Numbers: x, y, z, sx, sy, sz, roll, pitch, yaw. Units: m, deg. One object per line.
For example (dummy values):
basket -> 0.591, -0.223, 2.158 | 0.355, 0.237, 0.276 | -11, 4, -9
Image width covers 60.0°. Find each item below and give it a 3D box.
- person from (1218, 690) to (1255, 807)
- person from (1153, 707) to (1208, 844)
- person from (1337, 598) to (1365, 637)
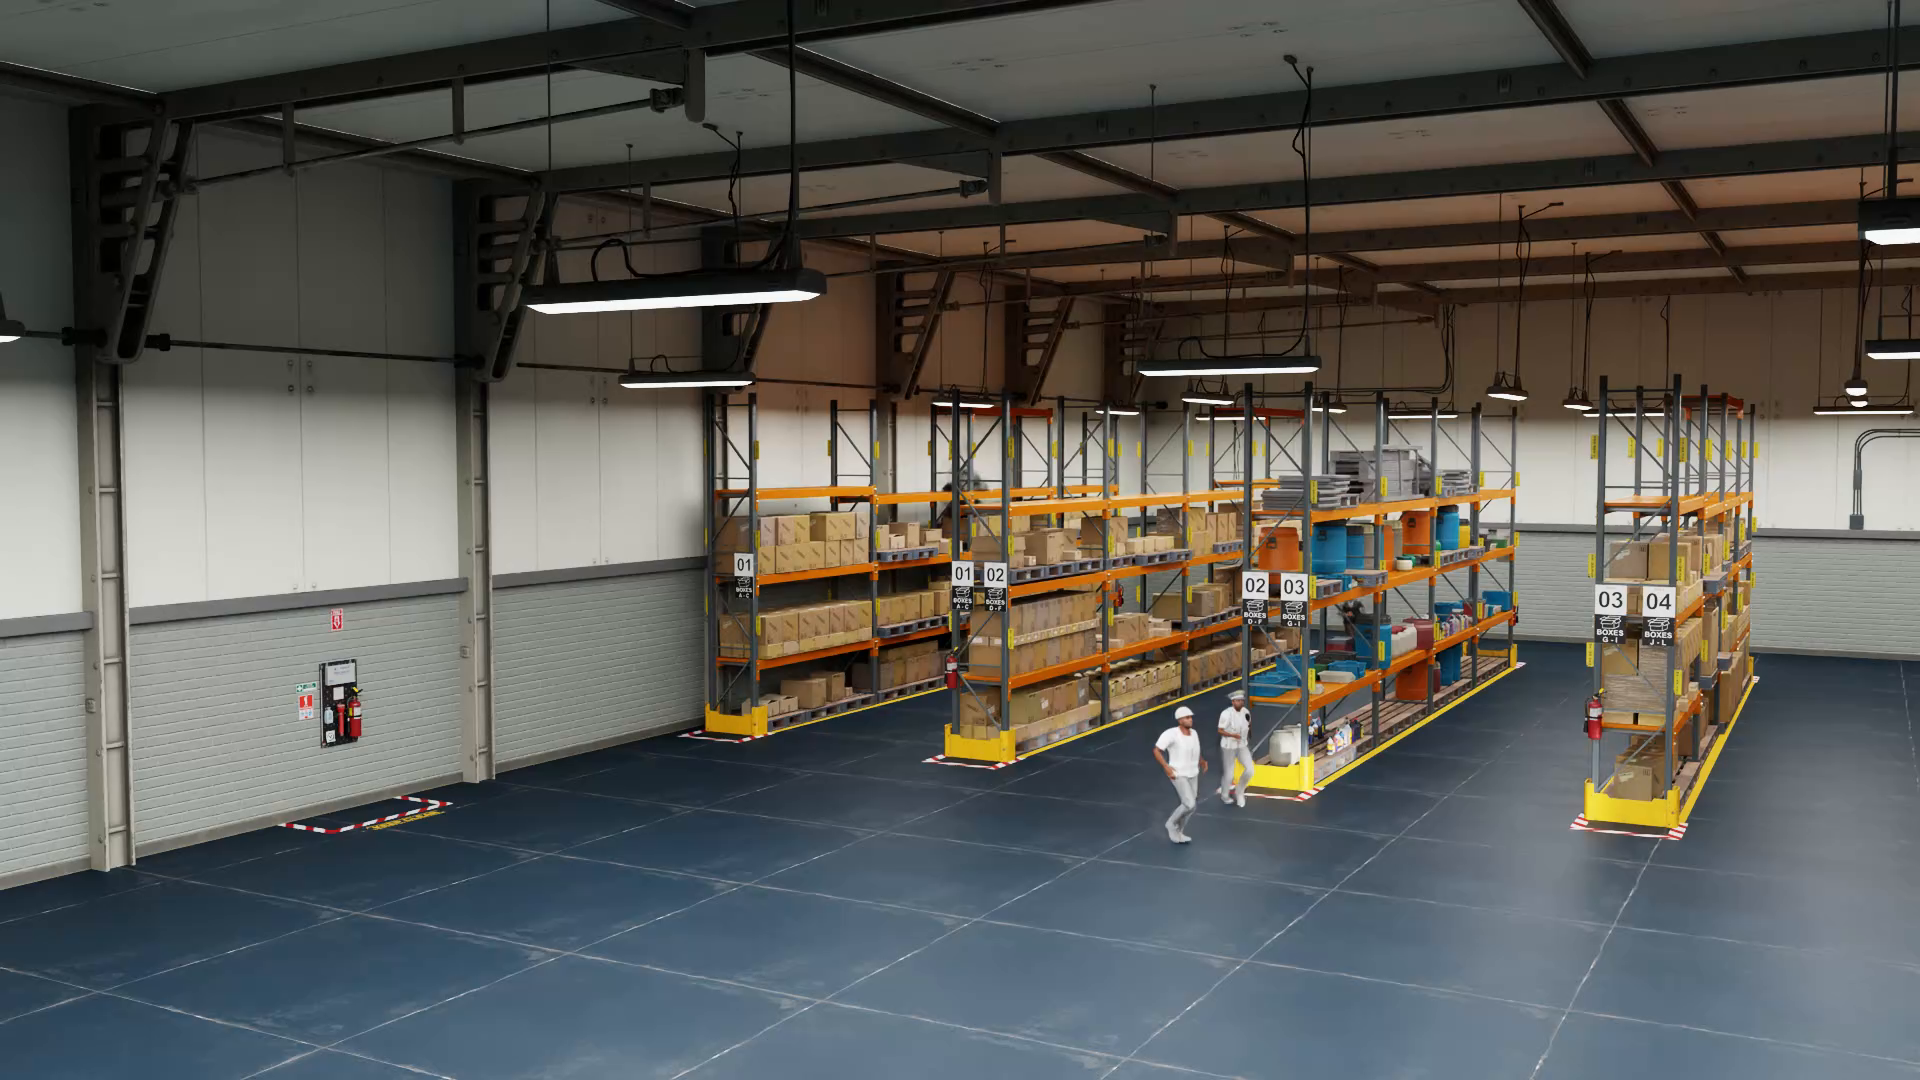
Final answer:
person -> 3.883, 2.913, 23.322 | 0.607, 1.657, 0.744 | -1, 3, -16
person -> 2.861, 2.995, 21.104 | 0.679, 1.749, 0.534 | -2, 4, -38
person -> 9.337, 2.001, 39.709 | 0.651, 1.703, 0.767 | 1, 3, 14
